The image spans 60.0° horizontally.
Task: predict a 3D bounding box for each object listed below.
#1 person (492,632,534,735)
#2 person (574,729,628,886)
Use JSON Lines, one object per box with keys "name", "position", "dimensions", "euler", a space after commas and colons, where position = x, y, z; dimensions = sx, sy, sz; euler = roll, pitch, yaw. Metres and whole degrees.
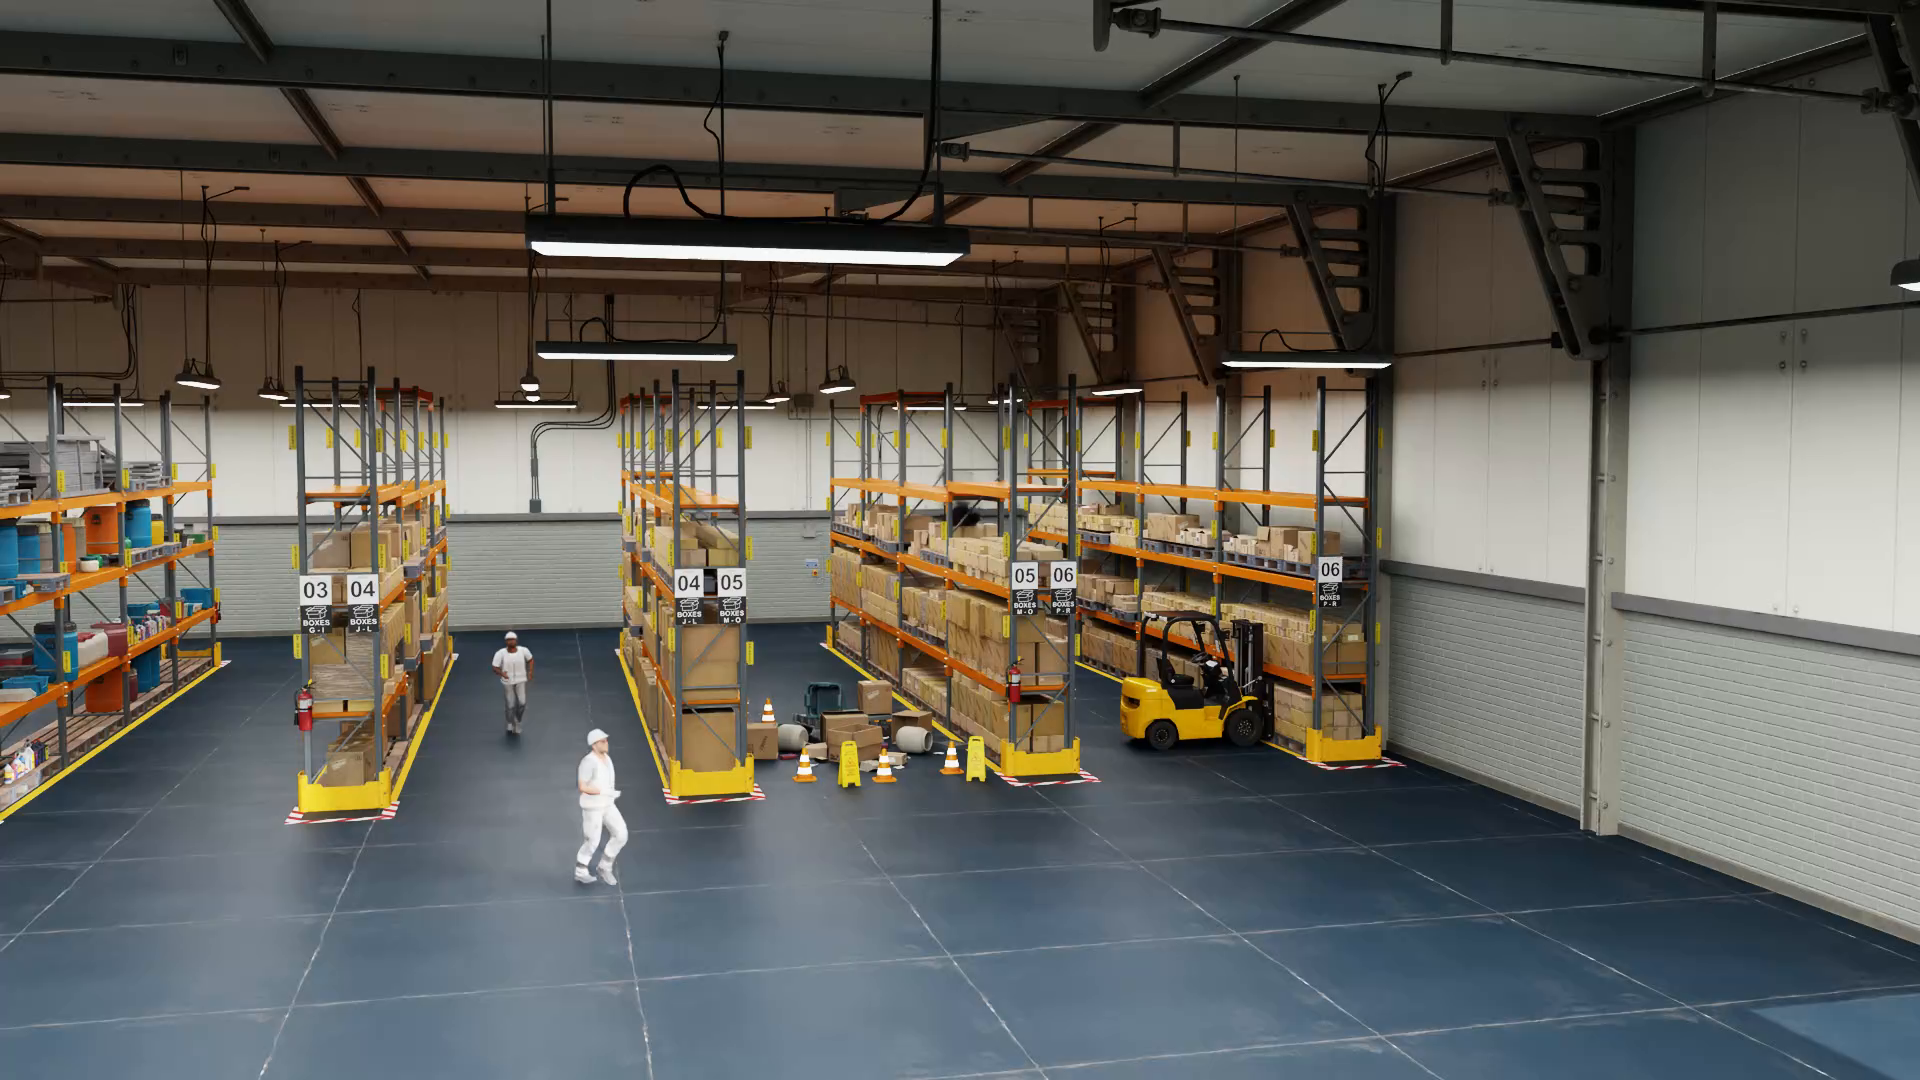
{"name": "person", "position": [-7.604, 2.442, 28.328], "dimensions": [0.699, 1.760, 0.665], "euler": [-1, 4, -18]}
{"name": "person", "position": [-4.027, 3.009, 18.600], "dimensions": [0.715, 1.794, 0.640], "euler": [2, 4, 25]}
